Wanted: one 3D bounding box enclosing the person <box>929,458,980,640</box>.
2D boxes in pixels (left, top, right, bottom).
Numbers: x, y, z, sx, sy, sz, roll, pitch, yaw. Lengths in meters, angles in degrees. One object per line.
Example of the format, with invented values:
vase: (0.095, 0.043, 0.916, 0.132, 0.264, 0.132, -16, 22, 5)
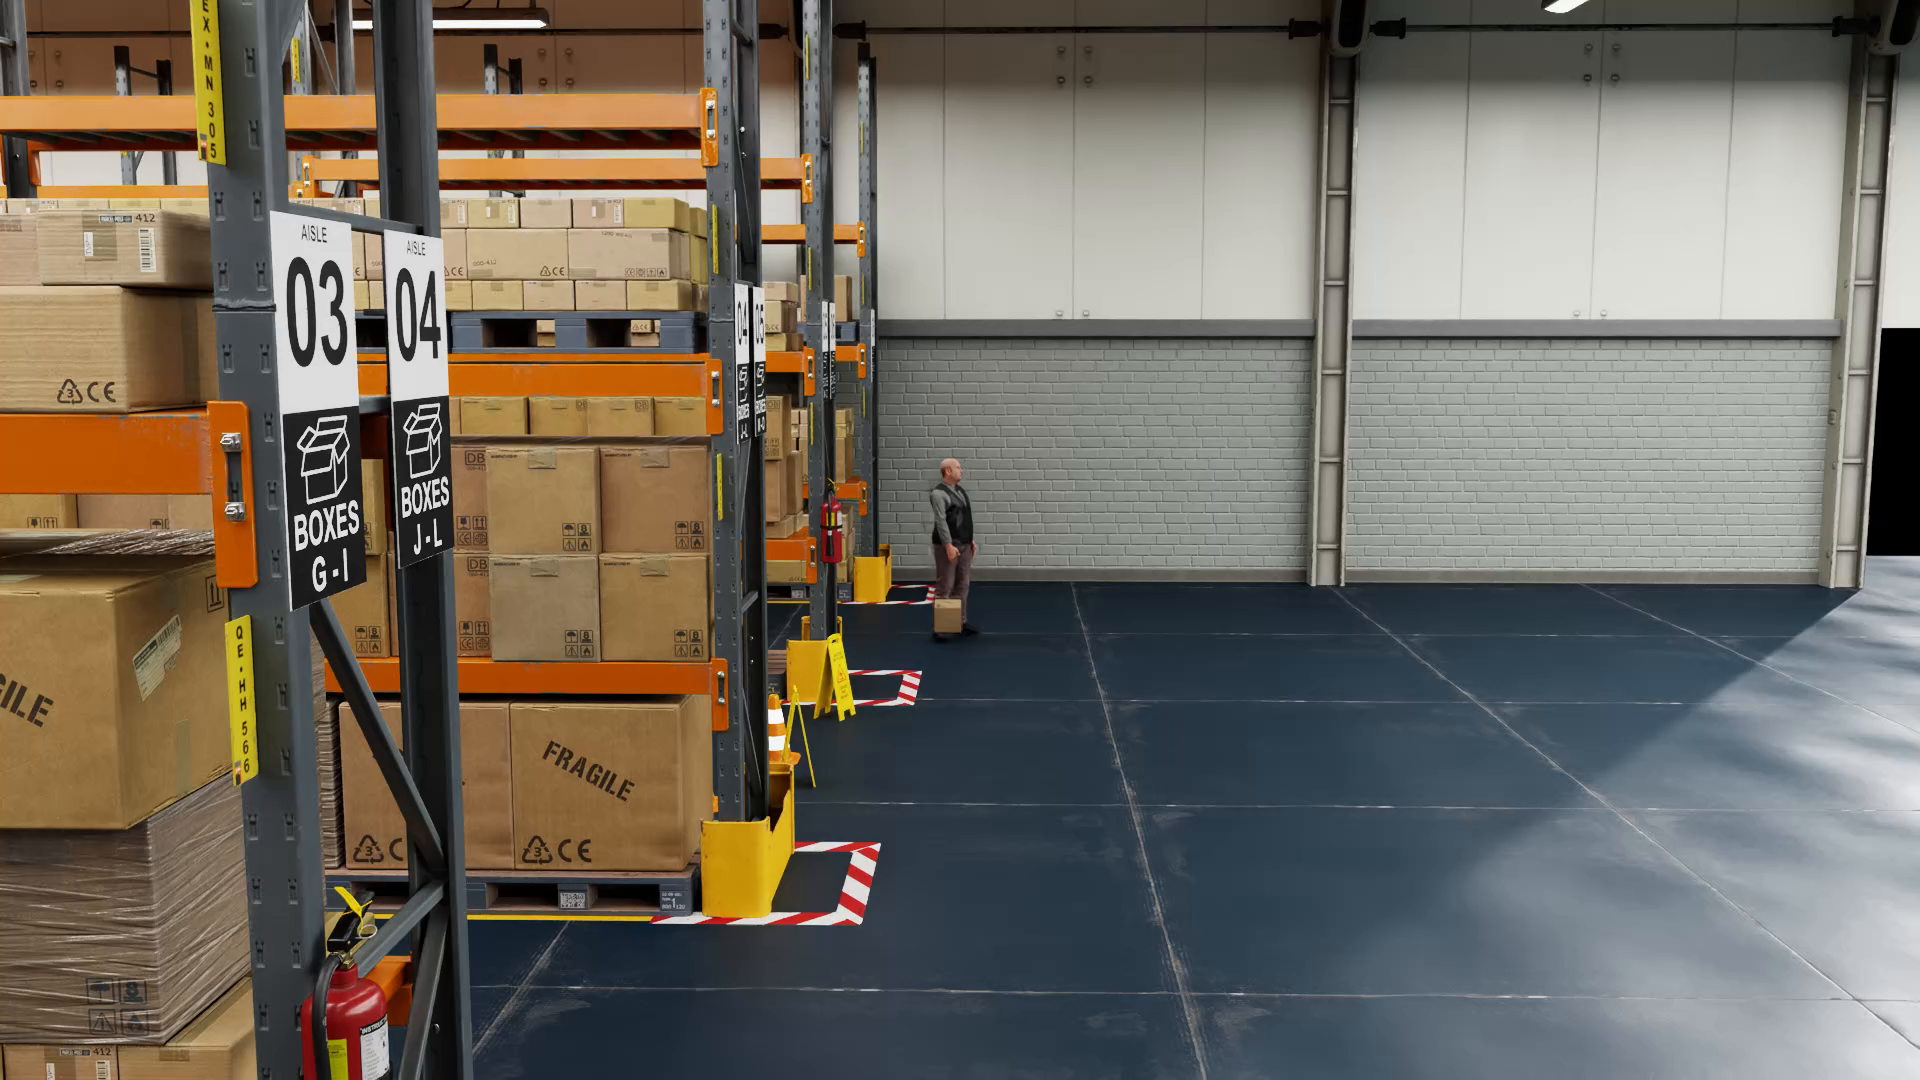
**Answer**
person: (-0.066, 0.073, 16.083, 0.383, 1.728, 0.607, 4, 8, 30)
